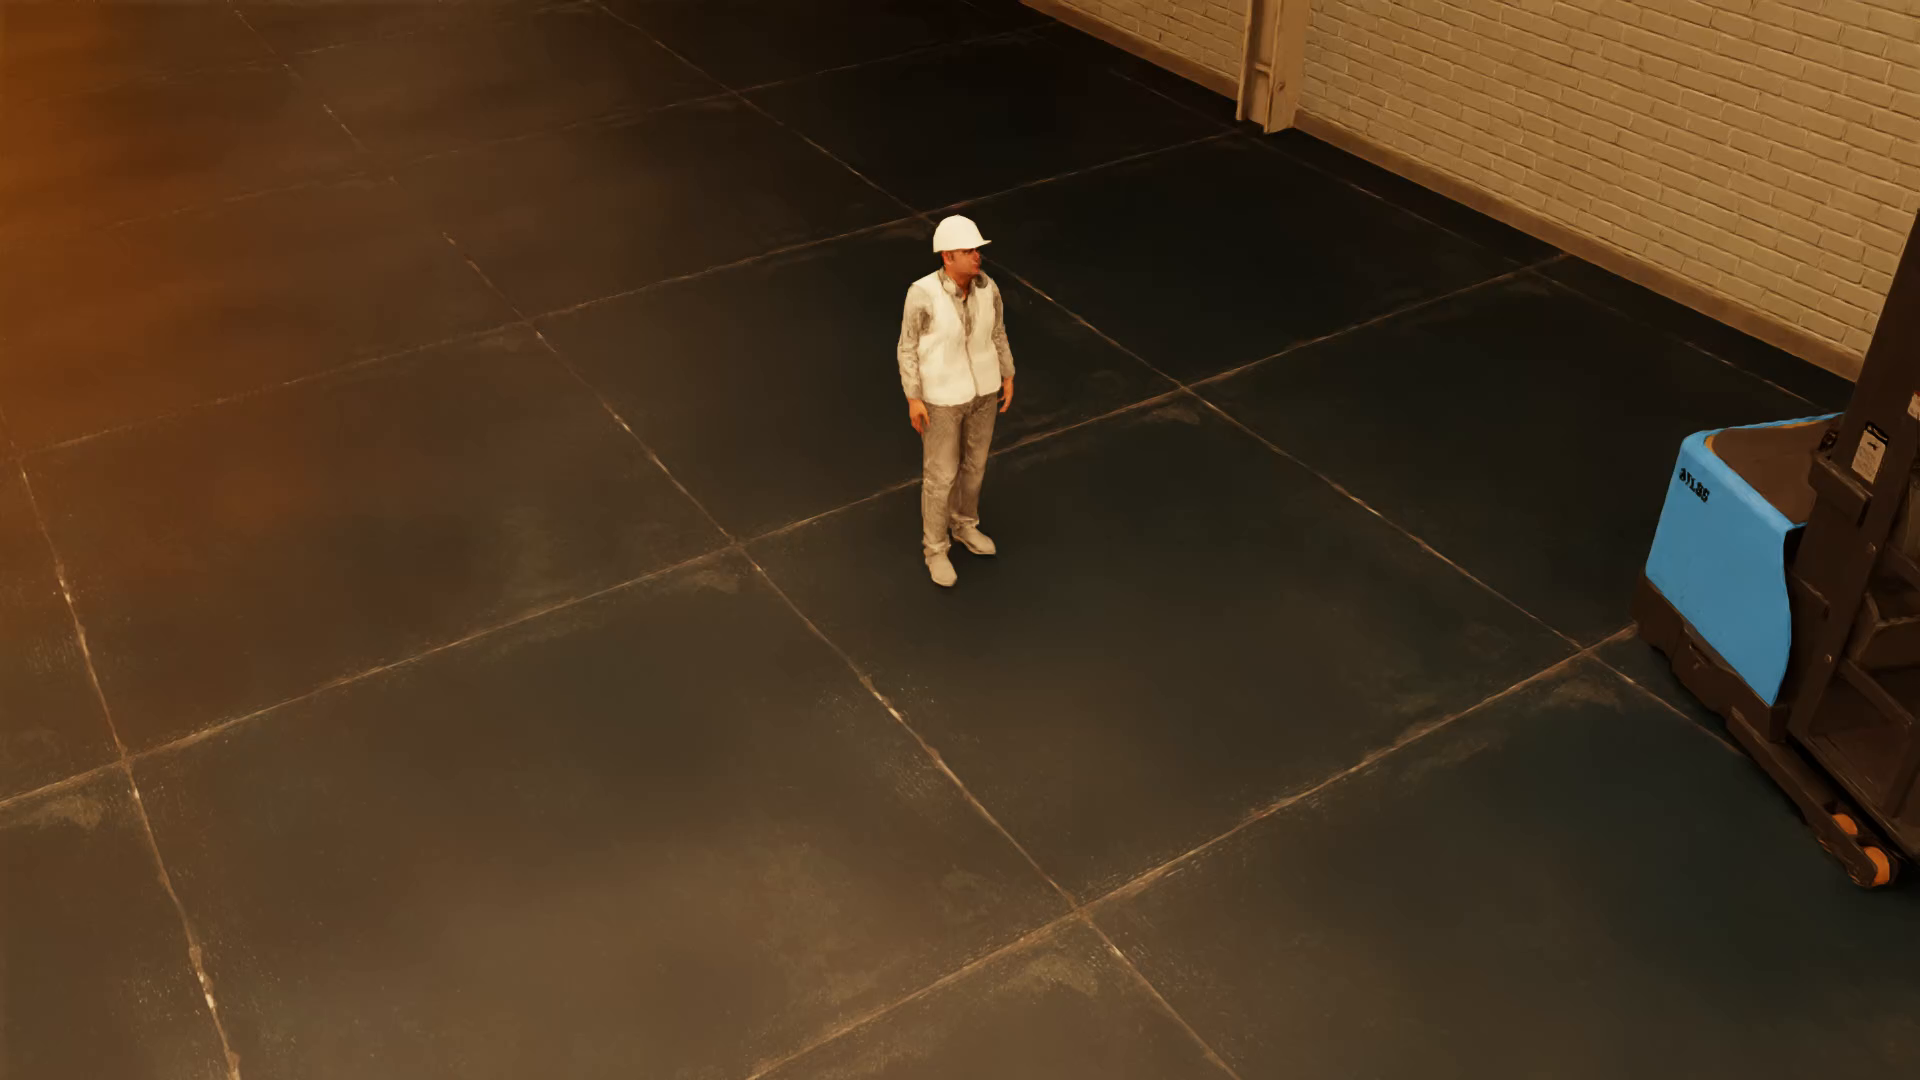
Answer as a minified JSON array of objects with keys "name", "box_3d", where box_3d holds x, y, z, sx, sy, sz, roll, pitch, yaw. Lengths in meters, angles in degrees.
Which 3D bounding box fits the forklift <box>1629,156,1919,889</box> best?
[{"name":"forklift","box_3d":[4.079,-0.043,6.209,1.130,2.935,3.031,-8,36,-11]}]

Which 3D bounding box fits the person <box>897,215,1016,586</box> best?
[{"name":"person","box_3d":[0.027,-0.699,8.137,0.632,1.773,0.567,-21,40,-27]}]
